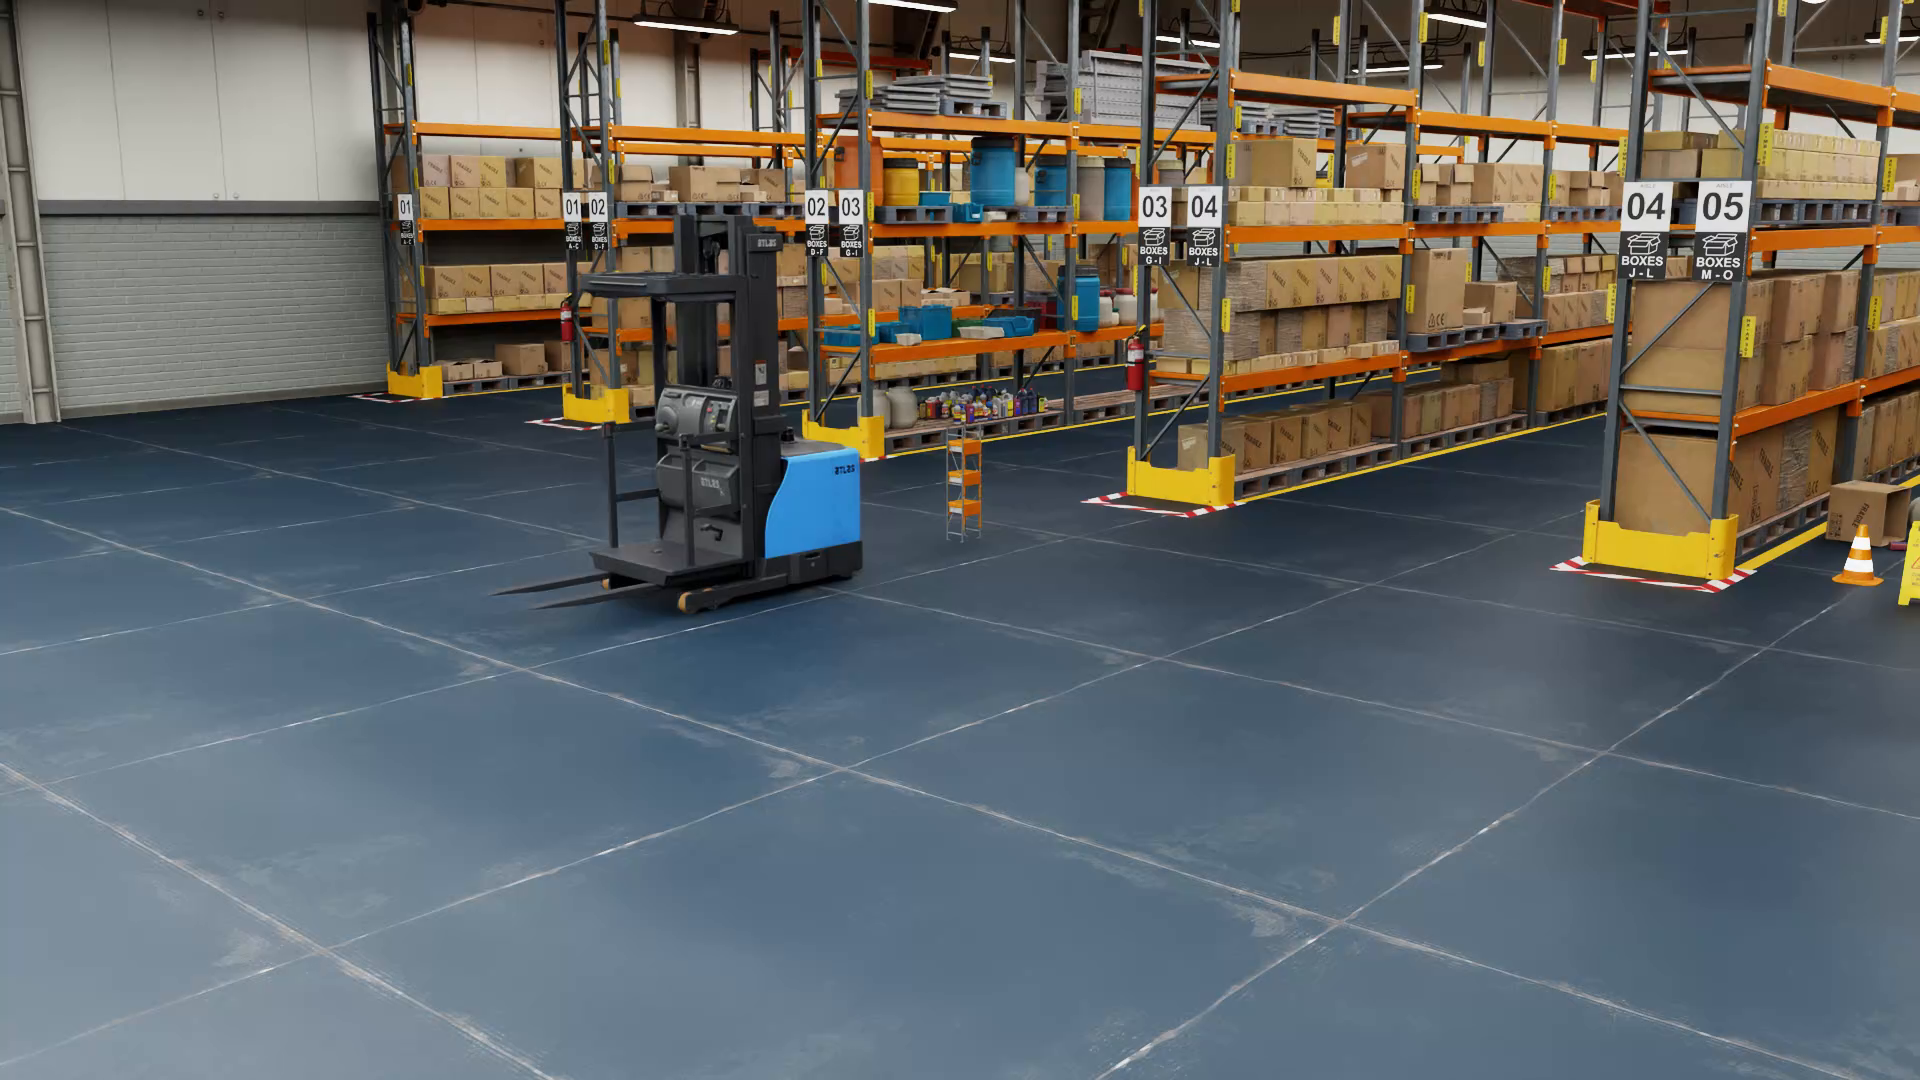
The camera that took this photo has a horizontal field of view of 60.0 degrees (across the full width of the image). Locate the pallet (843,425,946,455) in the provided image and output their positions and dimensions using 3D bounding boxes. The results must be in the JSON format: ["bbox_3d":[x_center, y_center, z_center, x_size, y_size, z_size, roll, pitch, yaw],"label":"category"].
[{"bbox_3d":[-0.912,-1.307,21.257,1.003,0.211,1.213,10,15,40],"label":"pallet"}]

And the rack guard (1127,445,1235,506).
[{"bbox_3d":[2.303,-0.684,17.397,1.175,0.500,0.348,10,15,40],"label":"rack guard"}]

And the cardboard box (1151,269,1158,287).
[{"bbox_3d":[3.612,-5.110,32.919,0.500,0.500,0.500,10,15,41],"label":"cardboard box"}]

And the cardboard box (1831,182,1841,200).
[{"bbox_3d":[7.713,-3.151,15.023,0.380,0.149,0.250,10,15,40],"label":"cardboard box"}]

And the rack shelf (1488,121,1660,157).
[{"bbox_3d":[8.854,-5.763,23.984,1.077,0.370,4.000,10,15,40],"label":"rack shelf"}]

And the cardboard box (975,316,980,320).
[{"bbox_3d":[0.257,-4.811,36.987,0.700,0.500,0.500,10,15,42],"label":"cardboard box"}]

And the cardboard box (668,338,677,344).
[{"bbox_3d":[-5.492,-3.591,30.830,0.700,0.500,0.500,9,15,39],"label":"cardboard box"}]

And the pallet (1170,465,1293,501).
[{"bbox_3d":[2.866,-0.657,18.001,1.003,0.211,1.213,10,15,40],"label":"pallet"}]

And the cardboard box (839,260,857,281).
[{"bbox_3d":[-2.435,-5.388,33.504,0.500,0.500,0.500,10,15,40],"label":"cardboard box"}]

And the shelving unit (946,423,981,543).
[{"bbox_3d":[0.035,-0.523,15.187,0.215,1.050,0.252,10,15,40],"label":"shelving unit"}]

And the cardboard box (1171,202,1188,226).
[{"bbox_3d":[2.380,-3.400,17.337,0.500,0.250,0.500,10,15,42],"label":"cardboard box"}]

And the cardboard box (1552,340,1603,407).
[{"bbox_3d":[8.599,-2.468,24.302,1.225,0.875,0.875,10,15,41],"label":"cardboard box"}]

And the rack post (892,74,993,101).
[{"bbox_3d":[-0.212,-5.733,21.170,0.937,0.300,0.954,9,15,39],"label":"rack post"}]

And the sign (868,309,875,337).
[{"bbox_3d":[-1.057,-2.603,19.916,0.100,0.325,0.005,10,15,40],"label":"sign"}]

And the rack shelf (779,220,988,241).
[{"bbox_3d":[-1.225,-5.181,27.708,1.077,0.370,4.000,10,15,40],"label":"rack shelf"}]

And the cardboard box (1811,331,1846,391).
[{"bbox_3d":[7.972,-1.765,16.043,0.875,0.550,0.550,10,15,40],"label":"cardboard box"}]

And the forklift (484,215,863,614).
[{"bbox_3d":[-2.189,-0.995,12.746,1.130,2.935,3.031,11,16,43],"label":"forklift"}]

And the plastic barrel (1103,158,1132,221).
[{"bbox_3d":[2.209,-5.139,24.384,0.600,0.901,0.708,10,15,40],"label":"plastic barrel"}]

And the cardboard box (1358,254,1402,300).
[{"bbox_3d":[4.803,-3.070,19.396,0.500,0.500,0.500,10,15,40],"label":"cardboard box"}]

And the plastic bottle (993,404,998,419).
[{"bbox_3d":[0.457,-1.719,22.218,0.097,0.201,0.097,0,11,0],"label":"plastic bottle"}]

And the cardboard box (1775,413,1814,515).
[{"bbox_3d":[7.493,-0.778,15.840,0.875,0.875,0.875,10,15,41],"label":"cardboard box"}]

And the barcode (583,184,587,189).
[{"bbox_3d":[-5.349,-5.042,23.695,0.001,0.075,0.075,10,15,40],"label":"barcode"}]

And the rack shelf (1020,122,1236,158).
[{"bbox_3d":[2.493,-5.814,24.244,1.077,0.370,4.000,10,15,40],"label":"rack shelf"}]

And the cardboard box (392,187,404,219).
[{"bbox_3d":[-8.824,-5.444,26.881,0.500,0.500,0.500,-11,16,-43],"label":"cardboard box"}]

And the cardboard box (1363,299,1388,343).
[{"bbox_3d":[4.550,-2.624,19.712,0.875,0.500,0.500,10,15,40],"label":"cardboard box"}]

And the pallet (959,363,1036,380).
[{"bbox_3d":[0.616,-3.094,30.203,1.003,0.211,1.213,10,15,40],"label":"pallet"}]

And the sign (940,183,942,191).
[{"bbox_3d":[-0.311,-6.152,29.413,0.100,0.325,0.005,10,15,40],"label":"sign"}]

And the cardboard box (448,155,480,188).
[{"bbox_3d":[-8.104,-5.932,26.775,0.500,0.500,0.500,10,15,40],"label":"cardboard box"}]

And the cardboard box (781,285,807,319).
[{"bbox_3d":[-2.834,-3.751,26.117,0.700,0.500,0.500,9,15,39],"label":"cardboard box"}]

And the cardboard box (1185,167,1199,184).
[{"bbox_3d":[4.406,-7.316,33.756,0.700,0.500,0.500,10,15,40],"label":"cardboard box"}]

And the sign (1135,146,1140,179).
[{"bbox_3d":[1.849,-3.878,17.090,0.100,0.325,0.005,10,15,40],"label":"sign"}]

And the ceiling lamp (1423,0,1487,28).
[{"bbox_3d":[8.005,-9.624,25.556,0.800,3.185,2.000,10,15,40],"label":"ceiling lamp"}]

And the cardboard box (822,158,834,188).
[{"bbox_3d":[-2.109,-5.825,26.493,0.500,0.500,0.500,10,15,41],"label":"cardboard box"}]

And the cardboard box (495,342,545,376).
[{"bbox_3d":[-7.487,-3.085,28.296,0.700,0.500,0.500,9,14,37],"label":"cardboard box"}]

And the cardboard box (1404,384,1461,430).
[{"bbox_3d":[6.013,-1.714,21.434,0.700,0.500,0.500,8,14,36],"label":"cardboard box"}]

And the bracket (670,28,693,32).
[{"bbox_3d":[-5.144,-9.517,30.735,0.235,0.232,0.430,10,15,40],"label":"bracket"}]

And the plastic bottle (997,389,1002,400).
[{"bbox_3d":[0.521,-1.956,23.196,0.061,0.283,0.133,10,15,40],"label":"plastic bottle"}]

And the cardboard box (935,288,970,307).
[{"bbox_3d":[-0.178,-4.265,29.173,0.500,0.311,0.500,11,16,44],"label":"cardboard box"}]

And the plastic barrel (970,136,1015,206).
[{"bbox_3d":[0.436,-4.917,22.201,0.600,0.901,0.708,10,15,40],"label":"plastic barrel"}]

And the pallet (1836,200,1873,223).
[{"bbox_3d":[8.005,-3.139,15.876,1.003,0.211,1.213,10,15,40],"label":"pallet"}]

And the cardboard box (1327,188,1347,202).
[{"bbox_3d":[4.030,-3.800,18.324,0.380,0.149,0.250,11,16,43],"label":"cardboard box"}]

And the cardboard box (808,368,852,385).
[{"bbox_3d":[-2.093,-2.653,26.823,0.500,0.250,0.500,9,15,39],"label":"cardboard box"}]

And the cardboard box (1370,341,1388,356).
[{"bbox_3d":[4.800,-2.258,19.540,0.380,0.149,0.250,10,15,40],"label":"cardboard box"}]

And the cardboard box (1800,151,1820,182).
[{"bbox_3d":[7.090,-3.227,14.388,0.500,0.250,0.500,10,15,40],"label":"cardboard box"}]

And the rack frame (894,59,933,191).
[{"bbox_3d":[-0.988,-8.527,34.967,1.000,3.000,0.127,10,15,40],"label":"rack frame"}]

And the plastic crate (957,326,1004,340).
[{"bbox_3d":[0.291,-2.726,21.914,0.530,0.136,0.437,10,15,40],"label":"plastic crate"}]

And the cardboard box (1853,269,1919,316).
[{"bbox_3d":[10.556,-2.819,18.898,0.700,0.500,0.500,9,15,40],"label":"cardboard box"}]

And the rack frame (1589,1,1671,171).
[{"bbox_3d":[10.174,-6.606,25.348,1.000,3.000,0.127,10,15,40],"label":"rack frame"}]

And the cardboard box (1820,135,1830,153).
[{"bbox_3d":[7.380,-3.468,14.577,0.380,0.149,0.250,10,15,41],"label":"cardboard box"}]

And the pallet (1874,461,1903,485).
[{"bbox_3d":[9.810,-0.767,18.550,1.003,0.211,1.213,10,15,40],"label":"pallet"}]

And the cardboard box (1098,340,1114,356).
[{"bbox_3d":[2.625,-3.825,32.004,0.500,0.500,0.500,10,15,40],"label":"cardboard box"}]

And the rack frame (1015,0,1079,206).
[{"bbox_3d":[1.173,-6.069,22.661,1.000,3.000,0.127,10,15,40],"label":"rack frame"}]

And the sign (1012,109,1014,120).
[{"bbox_3d":[1.240,-9.724,38.170,0.100,0.325,0.005,10,15,40],"label":"sign"}]

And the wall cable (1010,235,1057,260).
[{"bbox_3d":[1.787,-6.983,39.957,0.084,1.984,1.851,10,15,40],"label":"wall cable"}]
